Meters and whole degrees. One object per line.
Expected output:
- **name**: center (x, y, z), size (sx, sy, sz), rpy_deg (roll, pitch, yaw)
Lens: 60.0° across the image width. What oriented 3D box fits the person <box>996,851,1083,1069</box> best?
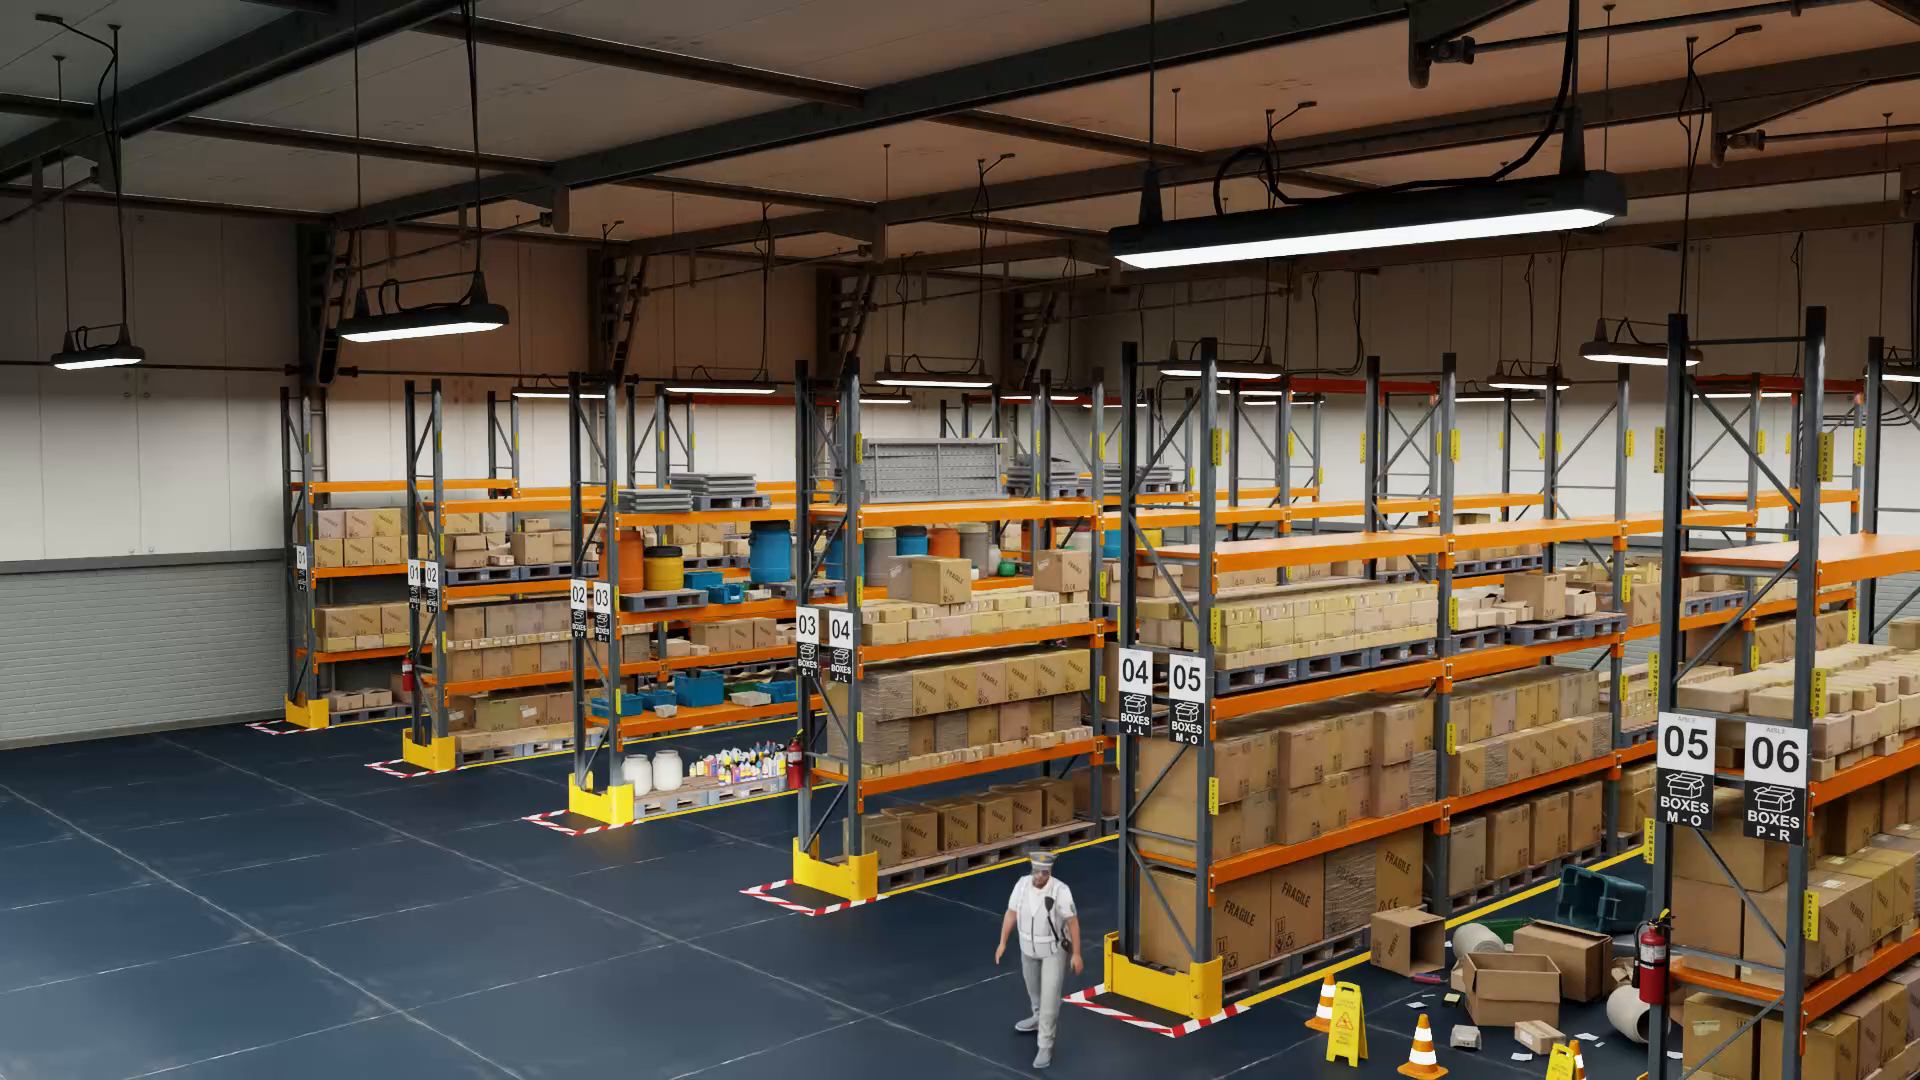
- **person**: center (0.681, 3.421, 13.937), size (0.709, 1.711, 0.902), rpy_deg (2, 4, 29)
